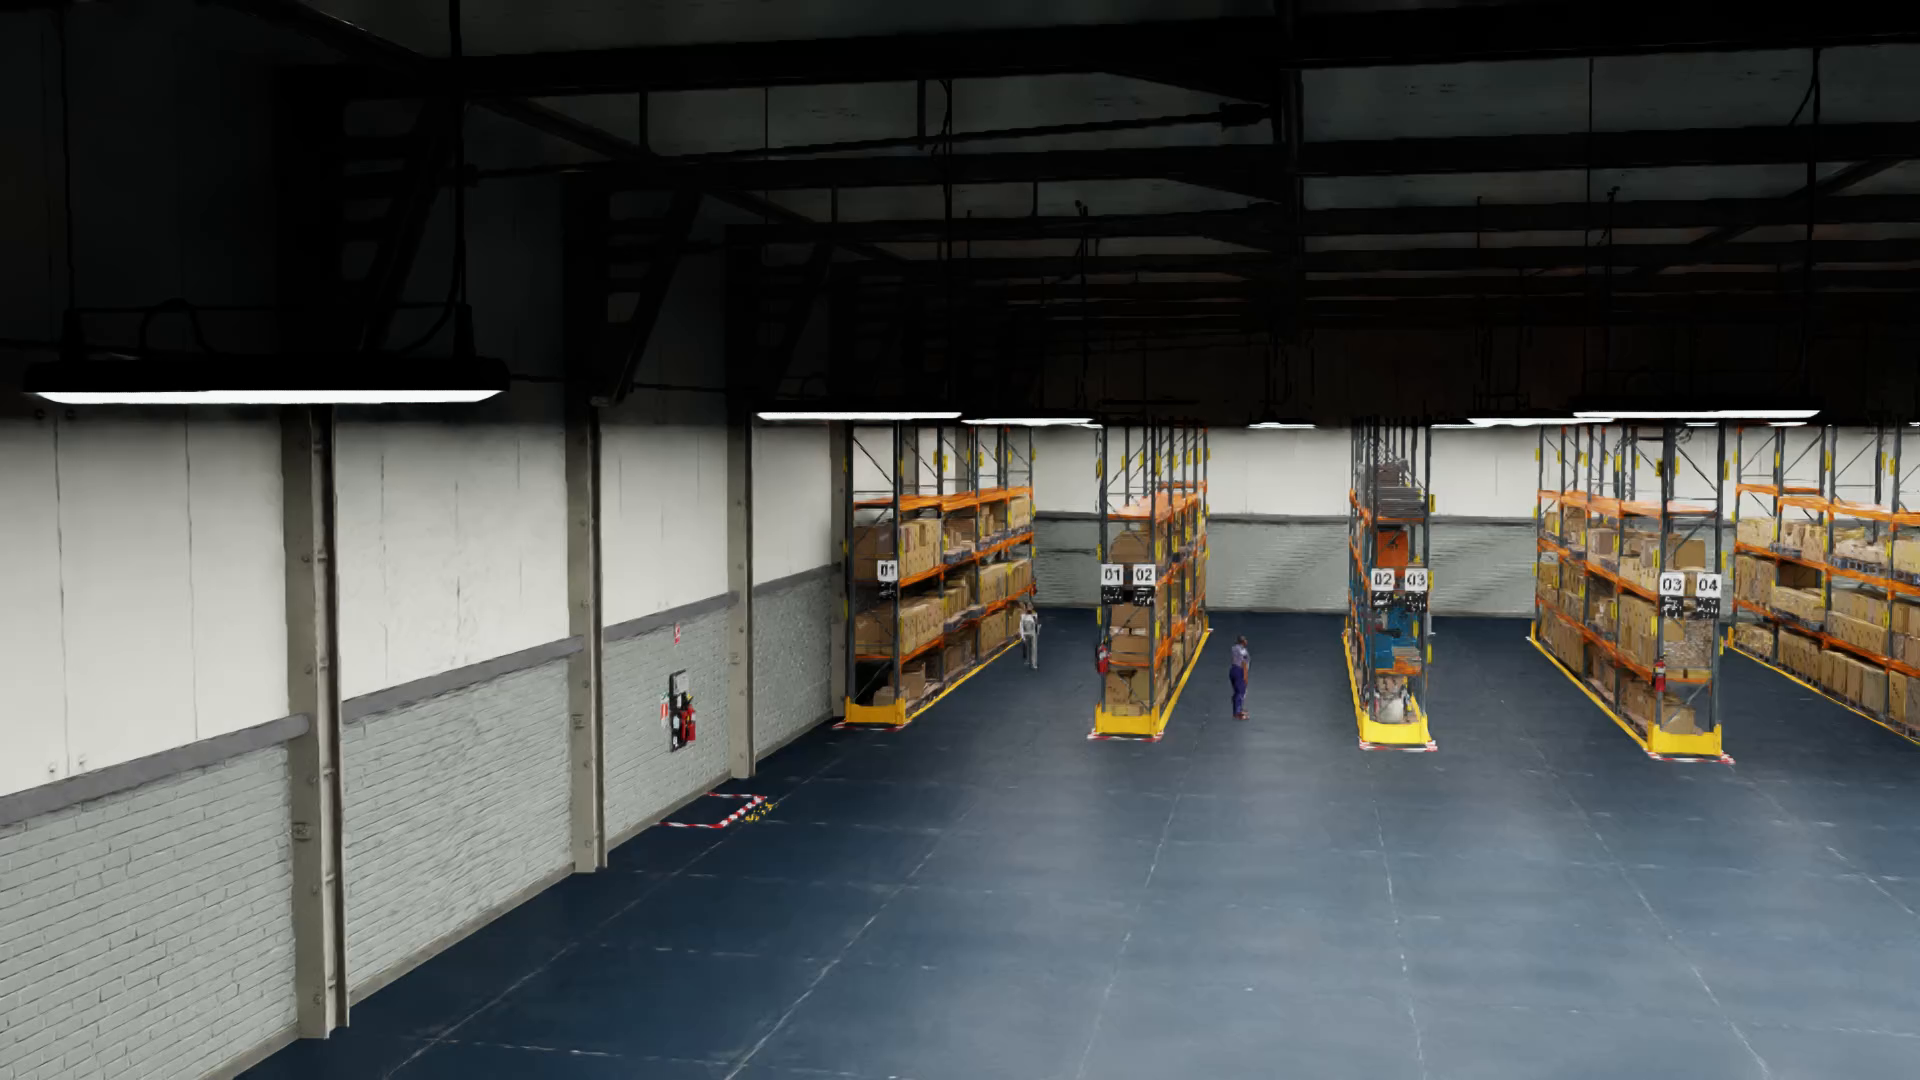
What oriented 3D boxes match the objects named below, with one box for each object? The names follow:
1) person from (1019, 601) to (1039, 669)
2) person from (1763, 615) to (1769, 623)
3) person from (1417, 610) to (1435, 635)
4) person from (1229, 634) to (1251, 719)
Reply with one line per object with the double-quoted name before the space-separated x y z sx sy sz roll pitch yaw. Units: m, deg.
"person" 1.651 2.248 39.758 0.483 1.621 0.995 0 4 3
"person" 22.311 1.892 45.737 0.509 1.586 0.468 -3 5 -39
"person" 12.806 1.830 46.290 0.598 1.605 0.817 0 4 -7
"person" 5.602 2.692 33.065 0.445 1.644 0.578 -1 4 -16
